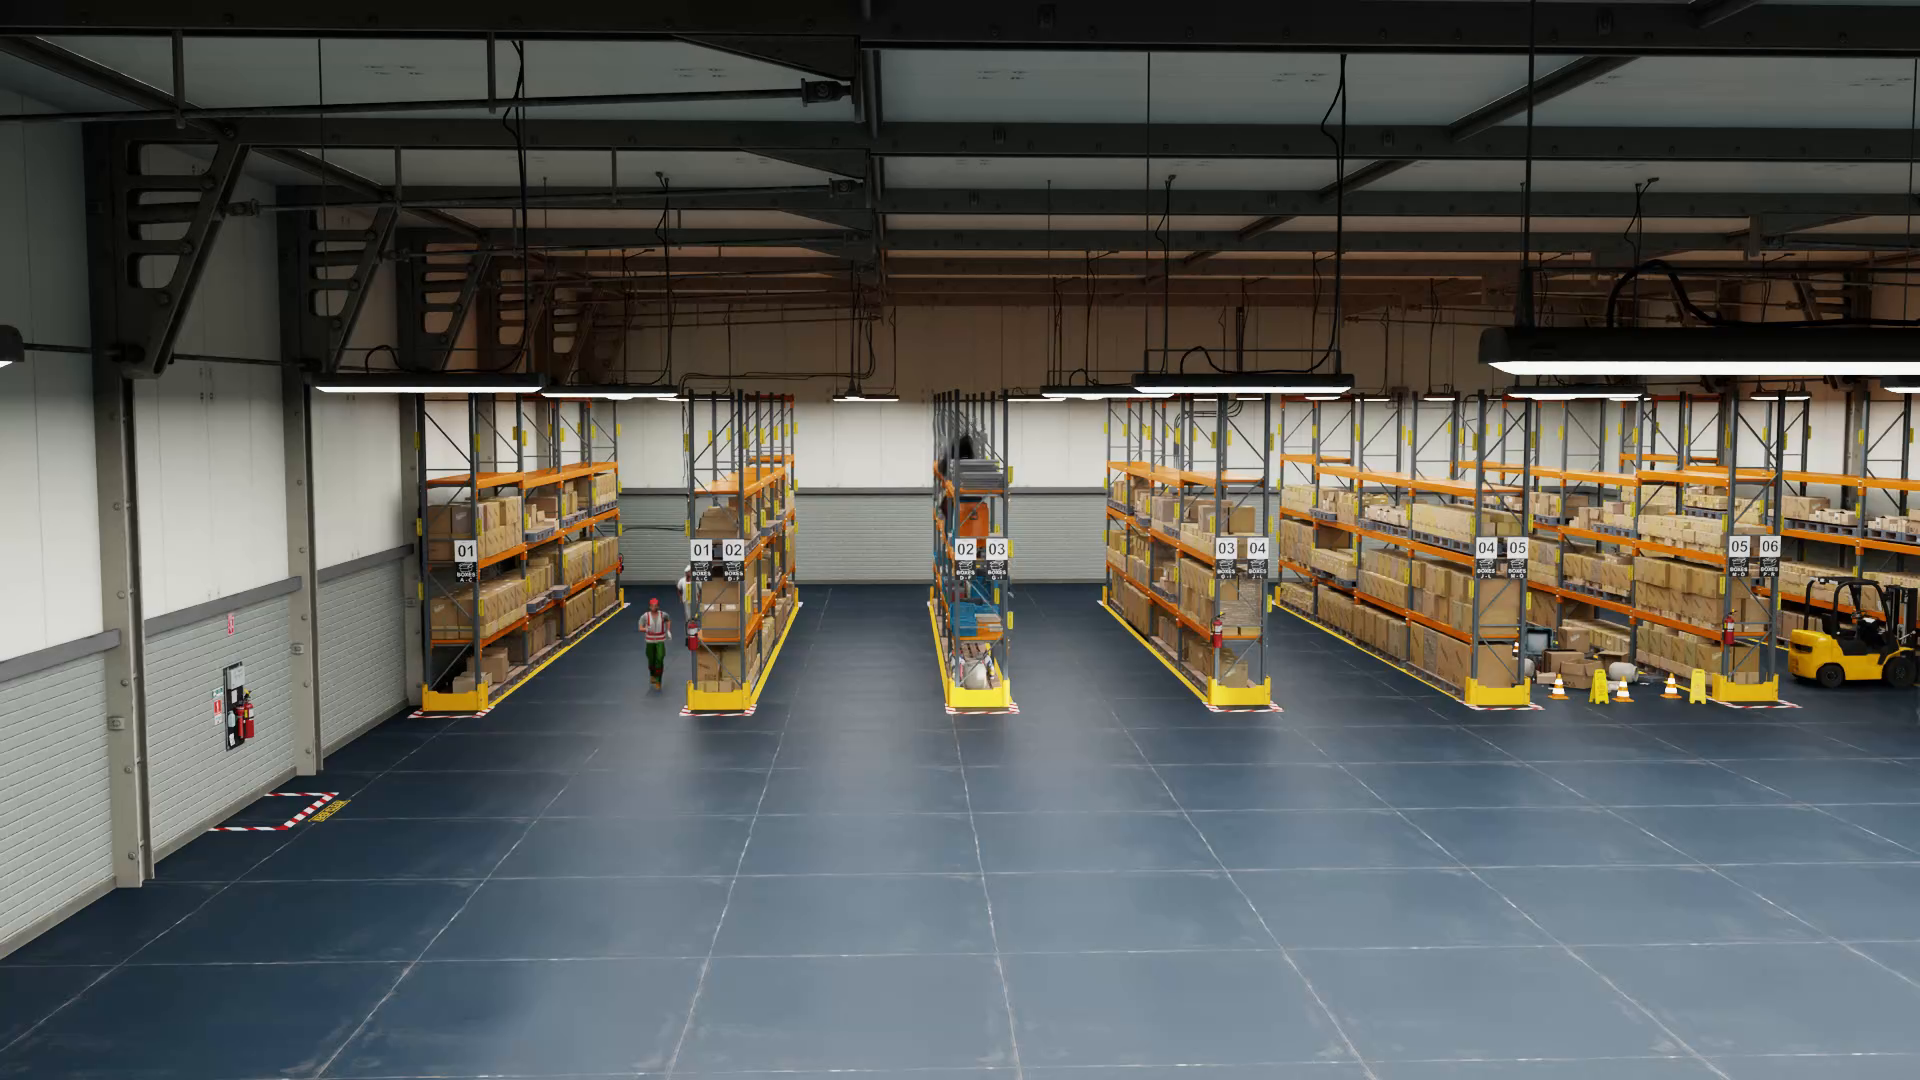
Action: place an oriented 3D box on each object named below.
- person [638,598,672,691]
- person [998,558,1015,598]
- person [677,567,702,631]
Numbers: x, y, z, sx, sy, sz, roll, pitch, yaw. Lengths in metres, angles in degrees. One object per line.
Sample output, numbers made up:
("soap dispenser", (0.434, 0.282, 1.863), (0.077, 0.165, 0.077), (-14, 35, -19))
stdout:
("person", (-6.148, 2.074, 33.530), (0.652, 1.825, 0.905), (-1, 5, -8))
("person", (1.171, 0.910, 49.465), (0.963, 1.594, 0.540), (1, 5, 11))
("person", (-6.587, 1.532, 40.780), (0.694, 1.776, 0.792), (0, 5, -4))
